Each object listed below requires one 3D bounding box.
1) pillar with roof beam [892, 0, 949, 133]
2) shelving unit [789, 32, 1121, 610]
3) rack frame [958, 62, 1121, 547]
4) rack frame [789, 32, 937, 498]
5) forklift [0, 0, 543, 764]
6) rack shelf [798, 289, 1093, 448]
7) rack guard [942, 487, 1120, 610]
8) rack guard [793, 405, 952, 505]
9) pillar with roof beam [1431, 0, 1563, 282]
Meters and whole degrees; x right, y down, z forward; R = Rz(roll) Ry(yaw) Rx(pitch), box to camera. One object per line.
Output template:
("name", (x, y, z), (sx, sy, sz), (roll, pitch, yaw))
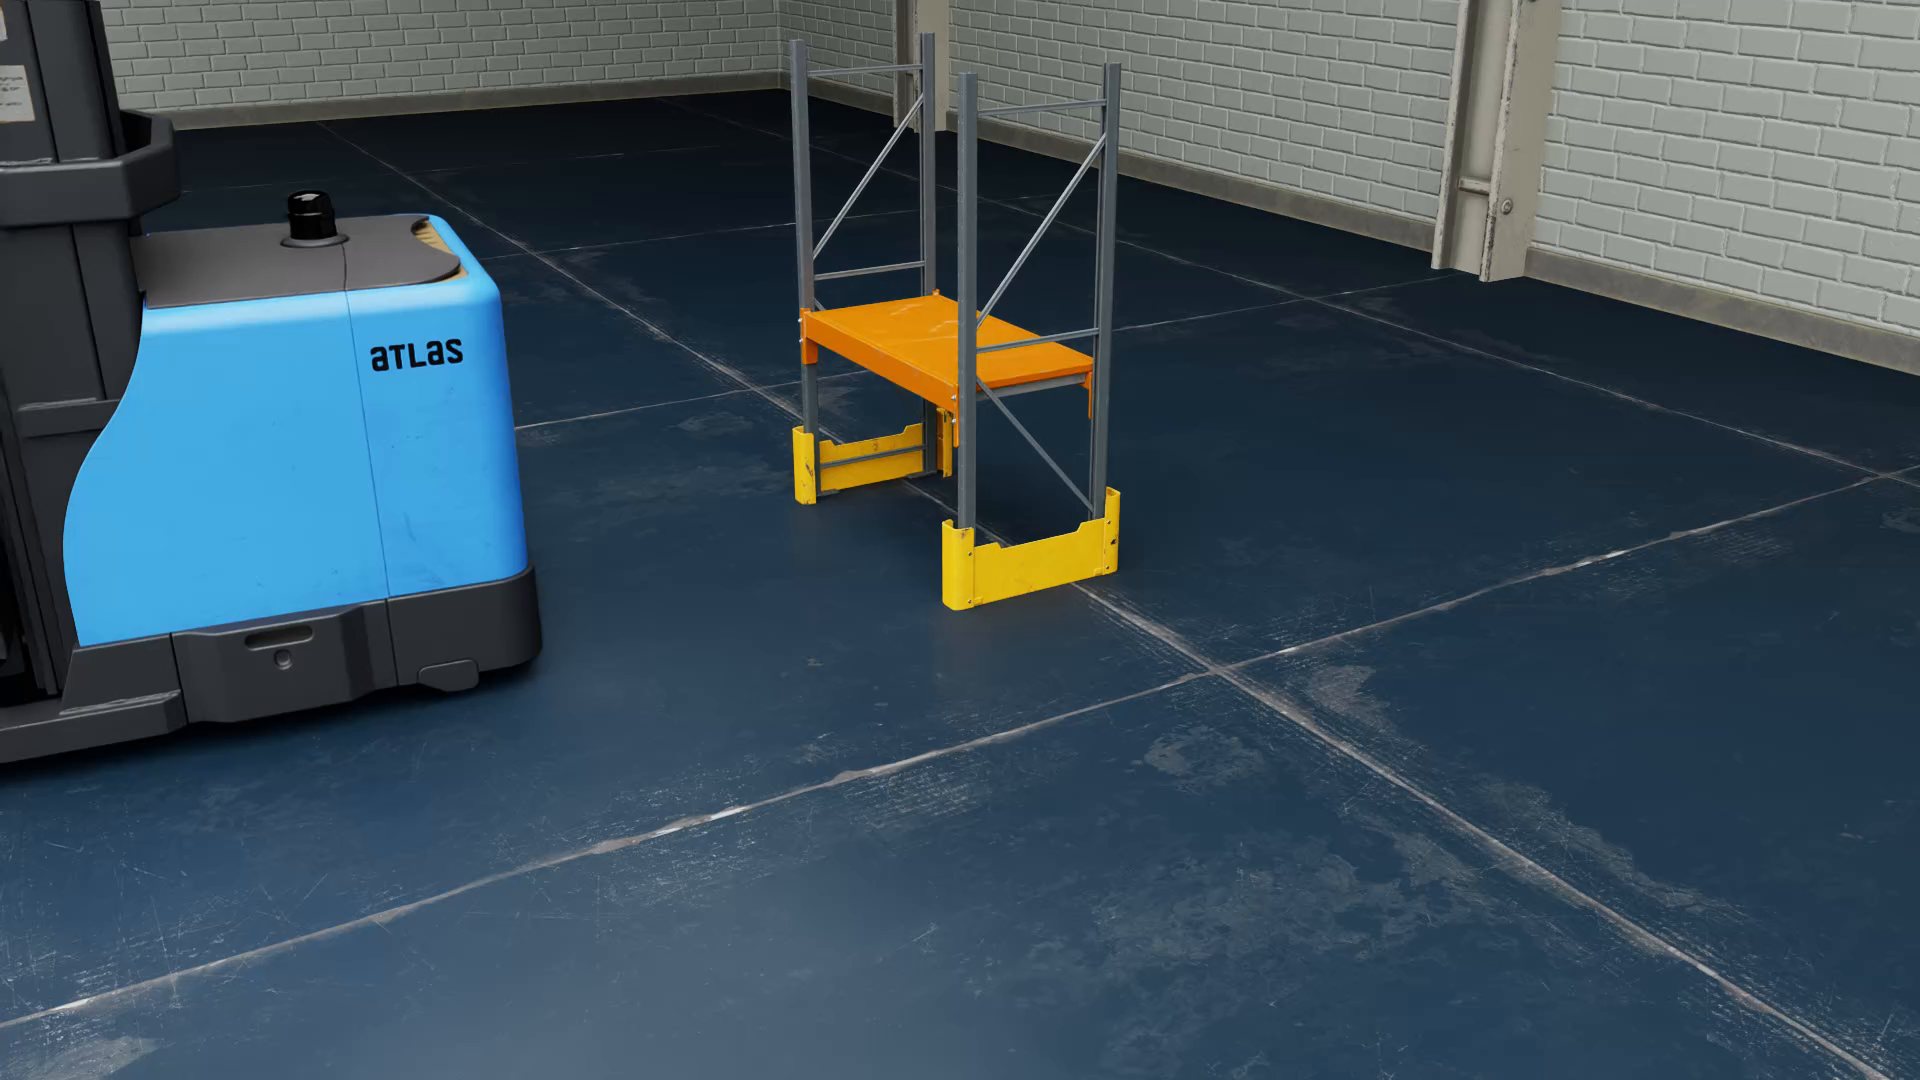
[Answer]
("pillar with roof beam", (-4.016, -6.708, 9.865), (9.100, 9.000, 0.400), (-13, 25, -28))
("shelving unit", (-0.039, -0.719, 5.090), (0.587, 1.500, 1.083), (-13, 25, -28))
("rack frame", (0.216, -0.558, 4.692), (0.500, 1.500, 0.032), (-13, 25, -28))
("rack frame", (-0.303, -0.887, 5.502), (0.500, 1.500, 0.032), (-13, 25, -28))
("forklift", (-2.670, -0.927, 3.699), (3.031, 2.935, 1.130), (-9, 24, -22))
("rack shelf", (-0.044, -0.556, 5.165), (0.538, 0.185, 1.000), (-13, 25, -28))
("rack guard", (0.215, 0.021, 4.928), (0.587, 0.250, 0.087), (-13, 25, -28))
("rack guard", (-0.293, -0.302, 5.722), (0.587, 0.250, 0.087), (-13, 25, -28))
("pillar with roof beam", (-0.951, -4.766, 5.086), (9.100, 9.000, 0.400), (-13, 25, -28))
